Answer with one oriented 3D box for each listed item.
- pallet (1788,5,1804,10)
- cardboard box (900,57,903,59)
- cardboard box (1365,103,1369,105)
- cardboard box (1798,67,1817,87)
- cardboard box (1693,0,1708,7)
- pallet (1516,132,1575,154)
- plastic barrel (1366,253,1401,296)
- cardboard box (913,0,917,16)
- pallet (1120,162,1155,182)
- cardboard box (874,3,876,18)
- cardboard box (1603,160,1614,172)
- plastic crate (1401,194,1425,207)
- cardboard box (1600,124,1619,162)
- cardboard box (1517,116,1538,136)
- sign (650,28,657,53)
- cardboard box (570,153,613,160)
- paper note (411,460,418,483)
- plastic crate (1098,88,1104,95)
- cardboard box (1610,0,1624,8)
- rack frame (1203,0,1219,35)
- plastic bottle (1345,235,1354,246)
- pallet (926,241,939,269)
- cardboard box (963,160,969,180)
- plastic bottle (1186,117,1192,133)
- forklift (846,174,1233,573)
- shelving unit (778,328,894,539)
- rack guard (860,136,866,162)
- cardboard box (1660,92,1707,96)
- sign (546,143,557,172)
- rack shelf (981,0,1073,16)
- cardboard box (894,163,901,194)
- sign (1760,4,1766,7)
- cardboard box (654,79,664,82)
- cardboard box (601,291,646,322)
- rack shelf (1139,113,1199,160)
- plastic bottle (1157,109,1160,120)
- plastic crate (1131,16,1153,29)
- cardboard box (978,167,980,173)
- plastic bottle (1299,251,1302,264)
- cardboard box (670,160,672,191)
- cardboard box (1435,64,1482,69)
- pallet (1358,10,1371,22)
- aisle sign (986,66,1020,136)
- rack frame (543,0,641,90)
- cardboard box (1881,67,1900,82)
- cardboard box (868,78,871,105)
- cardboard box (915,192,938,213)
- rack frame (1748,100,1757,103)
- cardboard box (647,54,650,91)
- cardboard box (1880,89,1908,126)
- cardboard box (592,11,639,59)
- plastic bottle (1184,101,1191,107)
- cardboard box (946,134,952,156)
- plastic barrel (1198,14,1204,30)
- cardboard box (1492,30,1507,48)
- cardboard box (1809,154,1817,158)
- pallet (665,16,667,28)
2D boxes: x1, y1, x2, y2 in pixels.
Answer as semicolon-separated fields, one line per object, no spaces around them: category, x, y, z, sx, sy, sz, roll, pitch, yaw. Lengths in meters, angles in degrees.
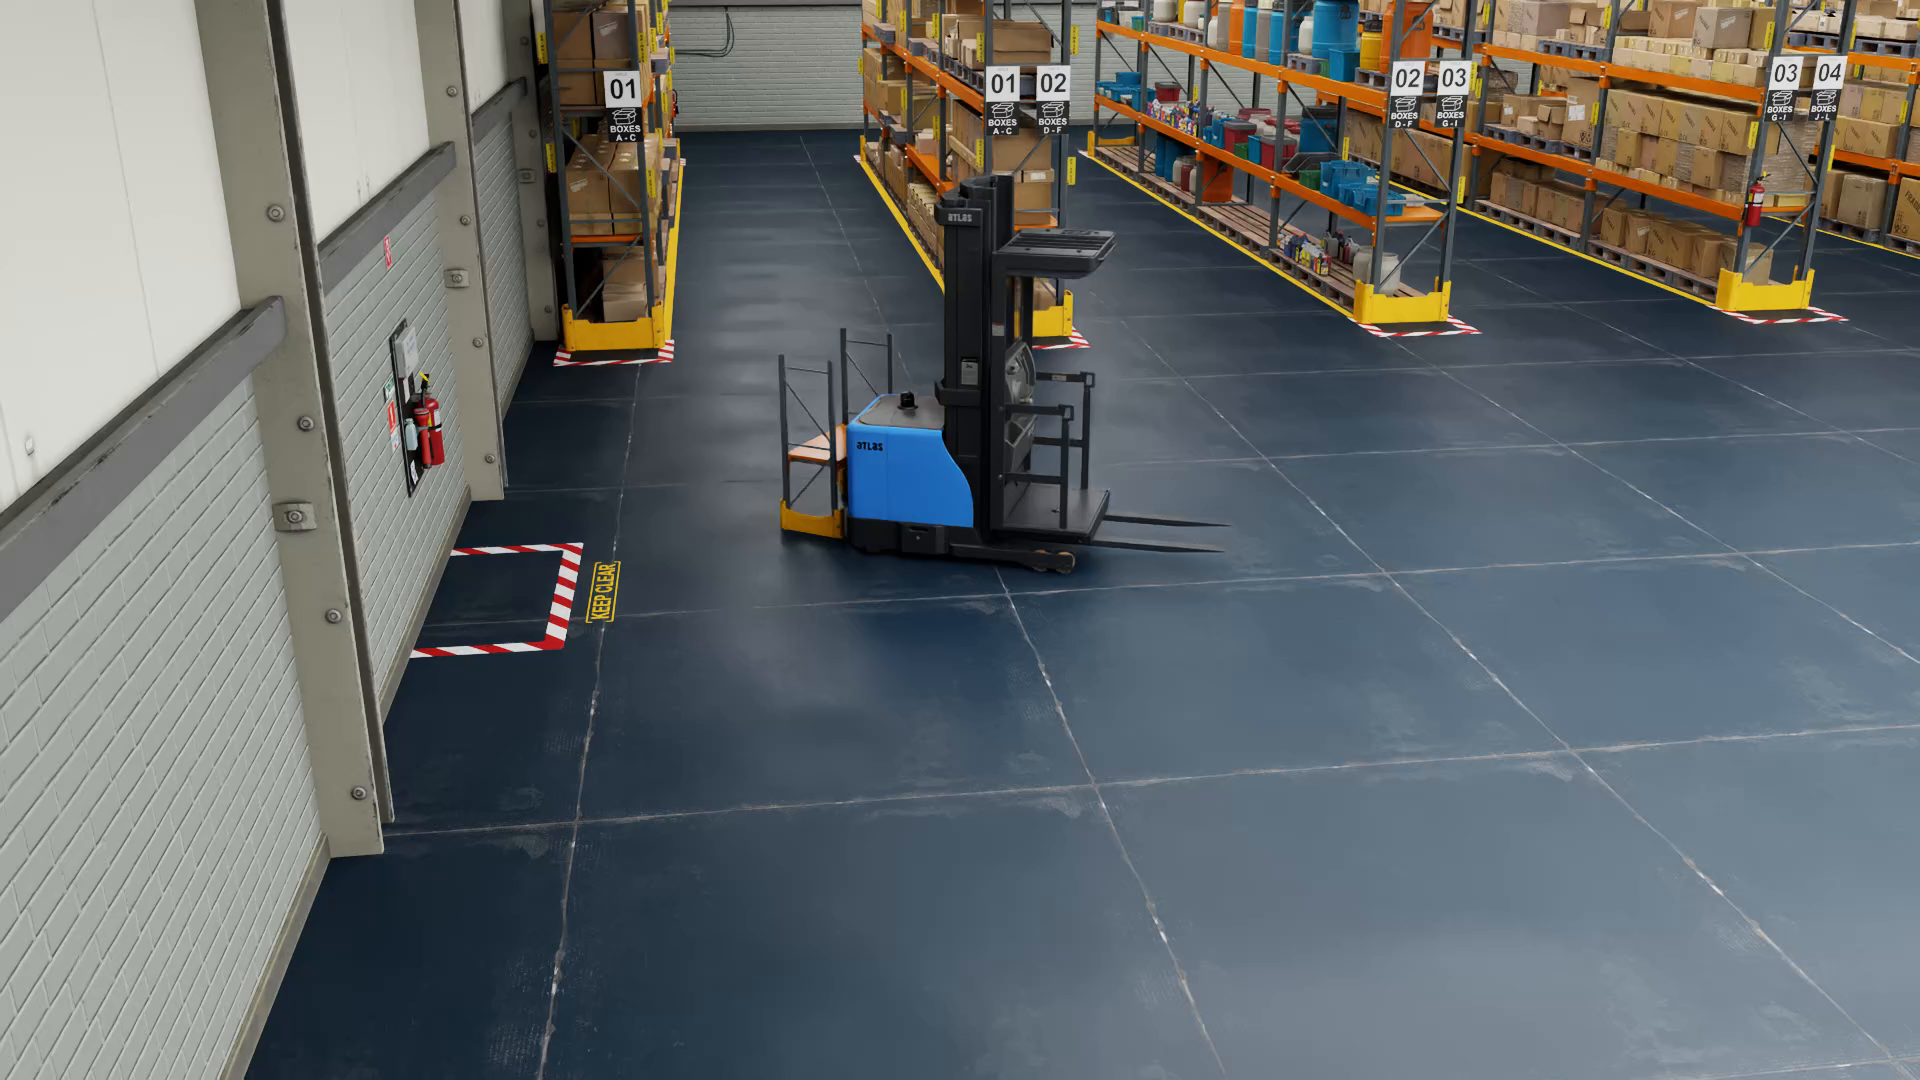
pallet;18.202;-11.599;36.325;1.003;0.211;1.213;-3;21;-8
cardboard box;-0.886;-9.158;32.377;0.500;0.500;0.500;-4;21;-9
cardboard box;8.376;-8.846;33.471;0.380;0.149;0.250;-3;21;-7
cardboard box;10.771;-5.967;21.333;0.500;0.250;0.500;-2;21;-6
cardboard box;13.870;-9.931;30.984;0.797;0.503;0.637;-3;21;-8
pallet;9.757;-6.449;26.970;1.003;0.211;1.213;-3;21;-8
plastic barrel;5.513;-3.458;21.643;0.421;0.512;0.421;0;20;0
cardboard box;-0.502;-8.972;27.593;0.500;0.500;0.500;-3;21;-8
pallet;3.809;-7.304;32.970;1.003;0.211;1.213;-3;21;-8
cardboard box;-1.356;-10.006;31.432;0.500;0.250;0.500;-3;21;-8
cardboard box;9.765;-5.543;24.629;0.380;0.149;0.250;-3;21;-8
plastic crate;5.873;-4.405;21.600;0.298;0.136;0.250;-3;21;-8
cardboard box;10.012;-5.865;24.563;0.875;0.500;0.500;-3;21;-8
cardboard box;9.446;-6.757;27.134;0.500;0.250;0.500;-4;21;-9
sign;-4.161;-6.765;22.516;0.100;0.325;0.005;-3;21;-8
cardboard box;-4.540;-4.499;20.590;0.500;0.500;0.500;-3;21;-9
paper note;-3.936;-0.489;11.998;0.016;0.148;0.142;-3;21;-8
plastic crate;3.051;-9.430;34.967;0.250;0.136;0.298;-3;21;-8
cardboard box;13.396;-10.719;33.342;0.500;0.250;0.500;-4;21;-10
rack frame;4.530;-9.783;27.048;1.000;3.000;0.127;-3;21;-8
plastic bottle;5.559;-4.166;23.740;0.144;0.351;0.185;-3;21;-8
pallet;0.060;-4.286;24.889;1.003;0.211;1.213;-3;21;-8
cardboard box;0.426;-4.876;22.342;0.700;0.500;0.500;-3;21;-7
plastic bottle;3.990;-7.219;28.941;0.097;0.271;0.097;0;20;0
forklift;0.661;-1.317;13.053;3.031;2.935;1.130;5;21;13
shelving unit;-1.015;-0.925;14.049;0.587;1.500;1.083;9;22;24
rack guard;-1.514;-8.296;35.215;1.175;0.500;0.348;-3;21;-8
cardboard box;10.419;-6.177;23.970;0.500;0.500;0.500;-3;21;-8
sign;-4.672;-4.372;19.029;0.100;0.325;0.005;-3;21;-8
rack shelf;0.493;-6.933;21.016;1.077;0.370;4.000;-3;21;-8
cardboard box;-0.895;-6.432;29.593;0.500;0.500;0.500;-4;21;-10
sign;13.817;-9.058;28.656;0.100;0.325;0.005;-3;21;-8
cardboard box;-5.318;-7.725;28.444;0.500;0.250;0.500;-3;21;-9
cardboard box;-4.131;-2.894;20.390;0.500;0.311;0.500;-5;21;-14
rack shelf;4.242;-7.328;30.077;1.077;0.370;4.000;-3;21;-8
plastic bottle;3.700;-7.883;30.819;0.097;0.201;0.097;0;20;0
plastic crate;3.507;-9.983;32.111;0.416;0.233;0.300;-3;21;-8
cardboard box;0.428;-4.694;20.926;0.380;0.149;0.250;-3;21;-7
plastic bottle;4.858;-4.018;23.557;0.097;0.201;0.097;0;20;0
cardboard box;-5.496;-6.521;29.362;0.750;0.750;0.750;-2;21;-6
cardboard box;9.148;-8.451;30.478;0.797;0.503;0.637;-2;21;-6
pallet;8.575;-10.676;33.853;1.003;0.211;1.213;-3;21;-8
aisle sign;0.500;-5.134;19.460;0.394;0.787;0.004;-3;21;-8
rack frame;-4.120;-6.513;18.294;1.000;3.000;0.127;-3;21;-8
cardboard box;18.541;-9.281;32.705;0.500;0.500;0.500;-3;21;-8
cardboard box;-1.573;-9.021;33.440;0.500;0.500;0.500;-3;21;-8
cardboard box;-0.432;-5.341;26.257;0.500;0.311;0.500;-3;21;-9
rack frame;14.354;-7.437;29.342;1.000;3.000;0.127;-3;21;-8
cardboard box;-4.042;-5.660;20.125;0.500;0.500;0.500;-2;21;-5
cardboard box;14.854;-6.739;25.901;0.700;0.500;0.500;-3;21;-9
cardboard box;-3.935;-5.778;19.012;0.500;0.500;0.500;-4;21;-12
plastic bottle;4.330;-8.179;31.505;0.152;0.276;0.135;-3;21;-8
cardboard box;0.034;-5.835;24.909;0.500;0.500;0.500;-1;21;-4
plastic barrel;4.231;-8.873;28.497;0.301;0.262;0.301;0;20;0
cardboard box;9.247;-8.382;27.797;0.500;0.250;0.500;-3;21;-7
cardboard box;14.353;-6.365;29.086;1.050;0.750;0.750;-3;21;-8
pallet;-6.130;-9.927;31.846;1.003;0.211;1.213;-3;21;-8
